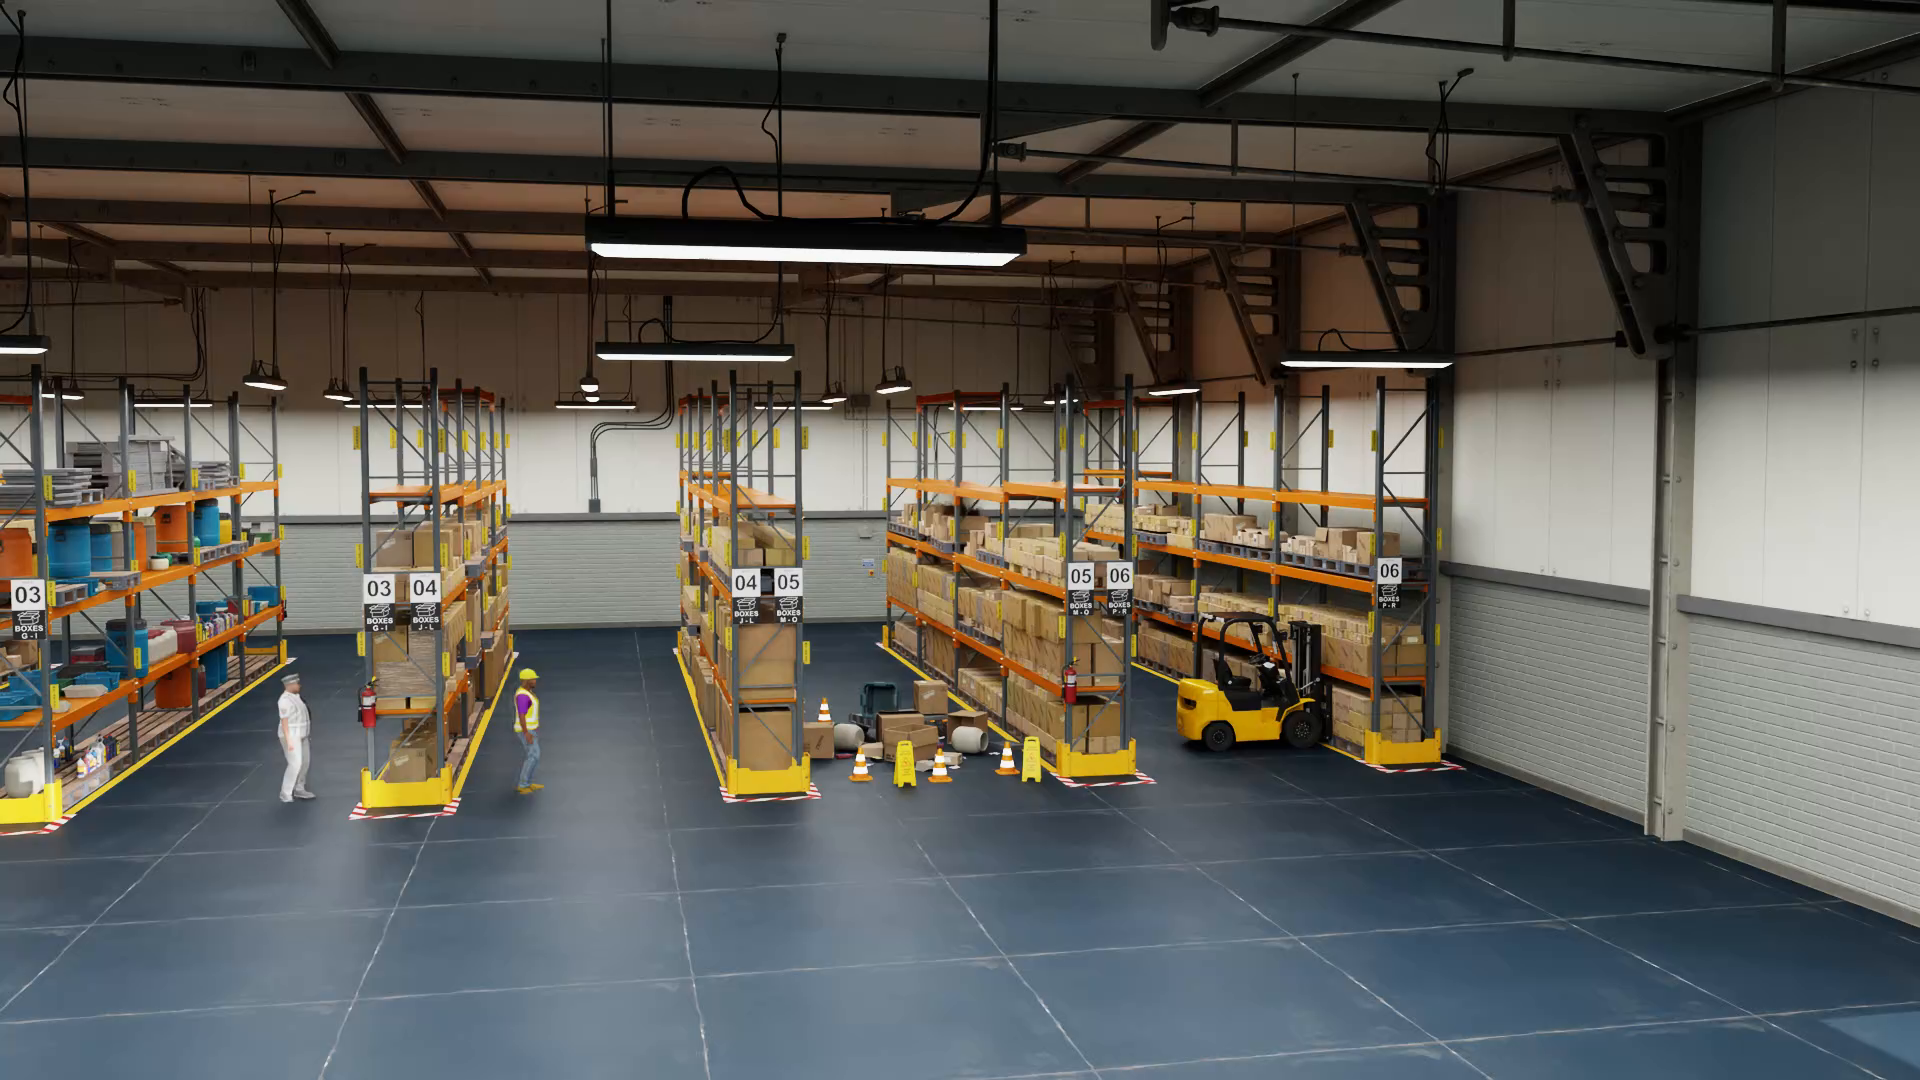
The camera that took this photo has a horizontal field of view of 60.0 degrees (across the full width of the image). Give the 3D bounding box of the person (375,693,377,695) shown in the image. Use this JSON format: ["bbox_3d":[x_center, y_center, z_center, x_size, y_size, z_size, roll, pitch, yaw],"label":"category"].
[{"bbox_3d":[-11.365,2.268,32.518,0.370,1.681,0.565,2,4,30],"label":"person"}]

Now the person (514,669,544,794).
[{"bbox_3d":[-6.173,2.744,23.806,0.398,1.816,0.628,0,3,-3],"label":"person"}]

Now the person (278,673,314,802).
[{"bbox_3d":[-9.301,2.793,23.304,0.443,1.854,0.608,0,3,7],"label":"person"}]
